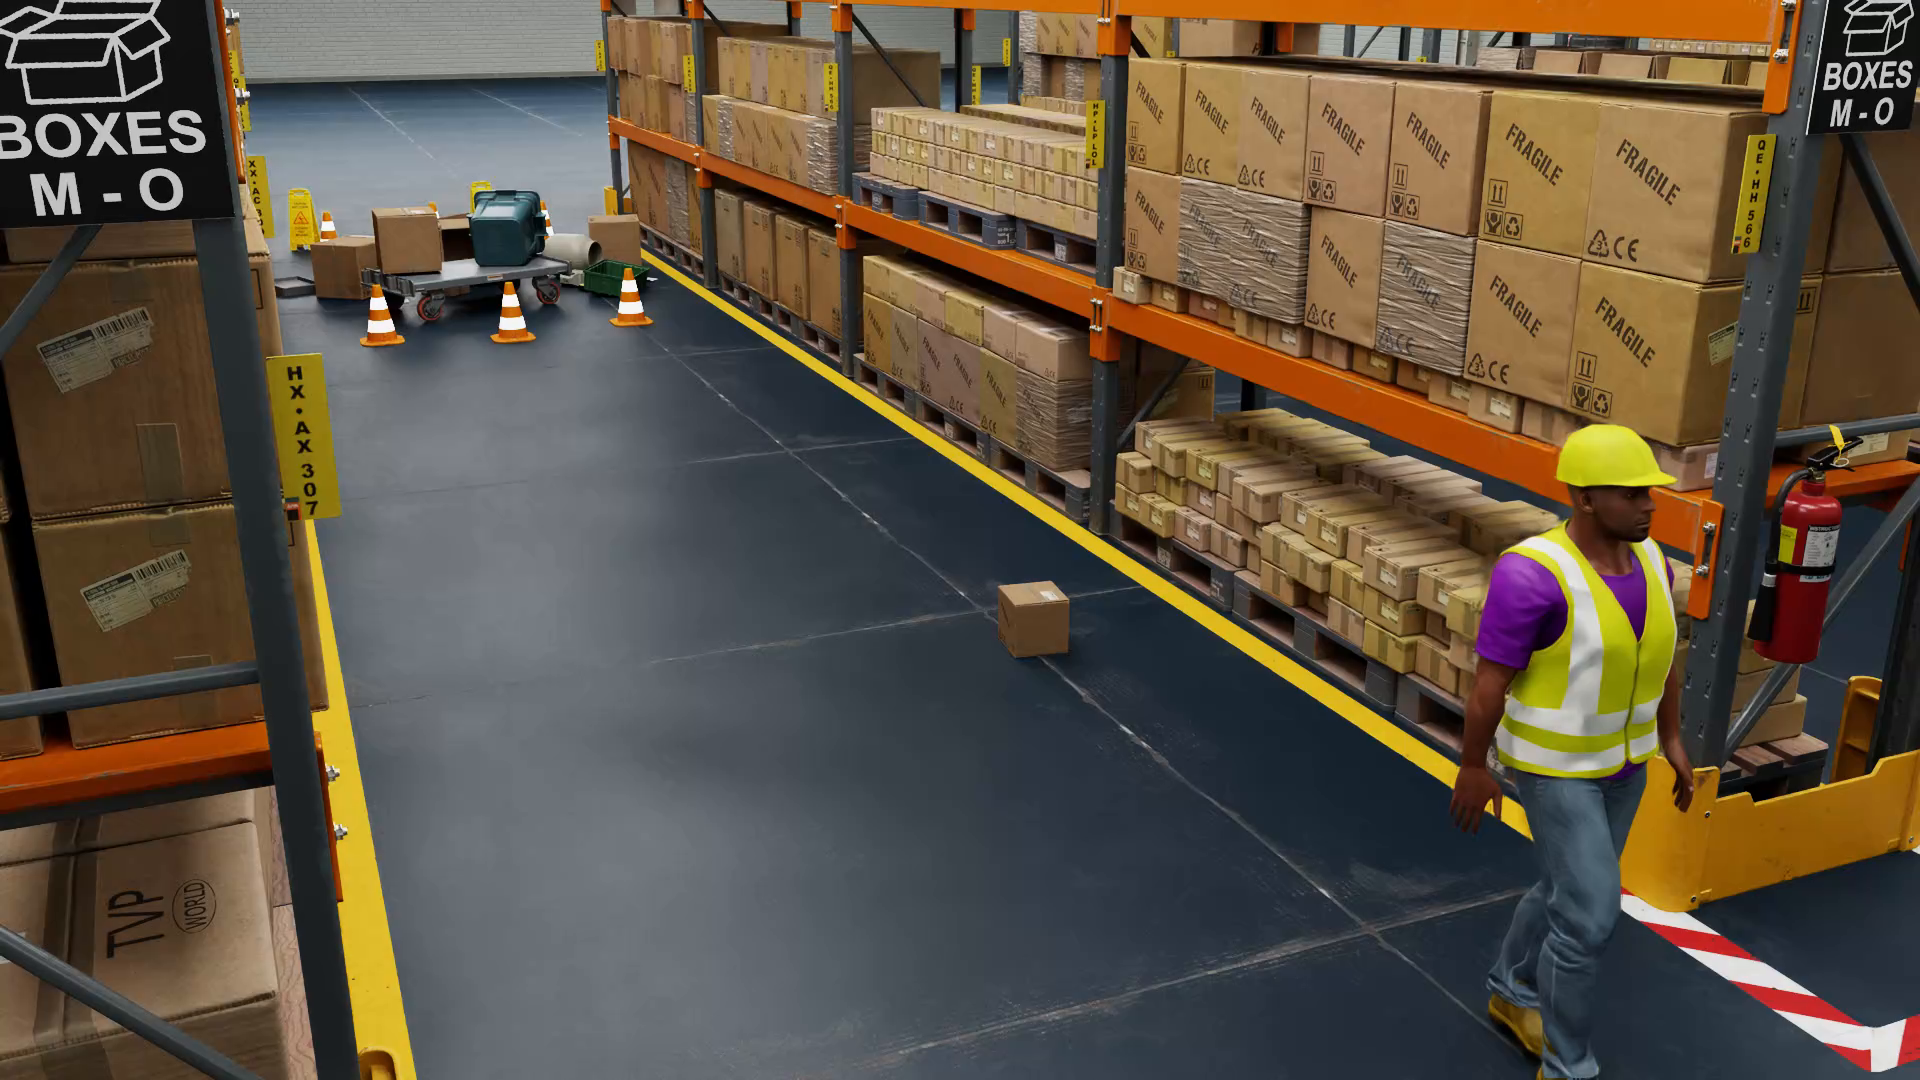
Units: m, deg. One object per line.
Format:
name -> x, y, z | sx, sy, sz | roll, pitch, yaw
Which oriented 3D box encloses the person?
person -> 1.643, 0.622, 4.228 | 0.643, 1.823, 0.600 | -11, 22, -29
